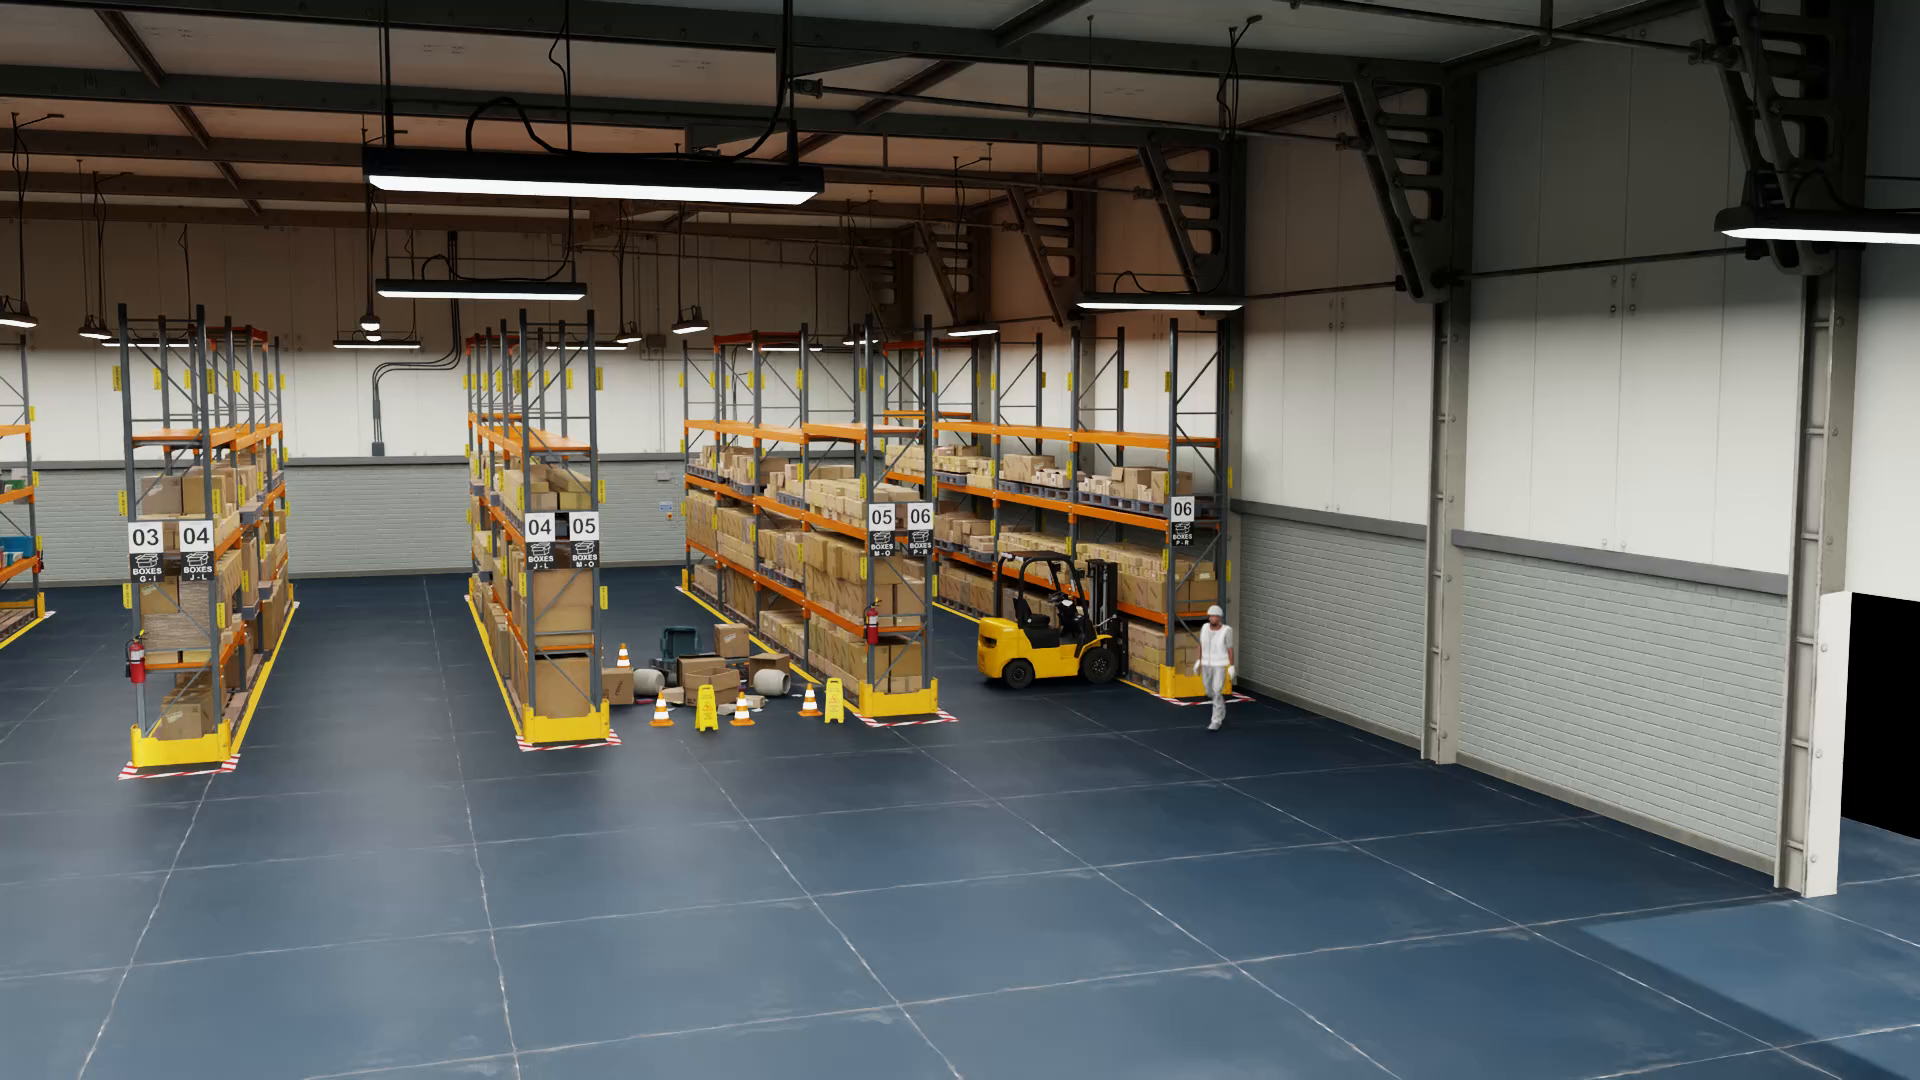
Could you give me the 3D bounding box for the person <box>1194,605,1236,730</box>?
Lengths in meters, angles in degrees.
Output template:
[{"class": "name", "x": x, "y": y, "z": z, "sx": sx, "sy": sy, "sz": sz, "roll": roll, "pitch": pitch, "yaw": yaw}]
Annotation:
[{"class": "person", "x": 3.730, "y": 1.824, "z": 24.193, "sx": 0.545, "sy": 1.772, "sz": 0.826, "roll": 5, "pitch": 7, "yaw": 41}]
